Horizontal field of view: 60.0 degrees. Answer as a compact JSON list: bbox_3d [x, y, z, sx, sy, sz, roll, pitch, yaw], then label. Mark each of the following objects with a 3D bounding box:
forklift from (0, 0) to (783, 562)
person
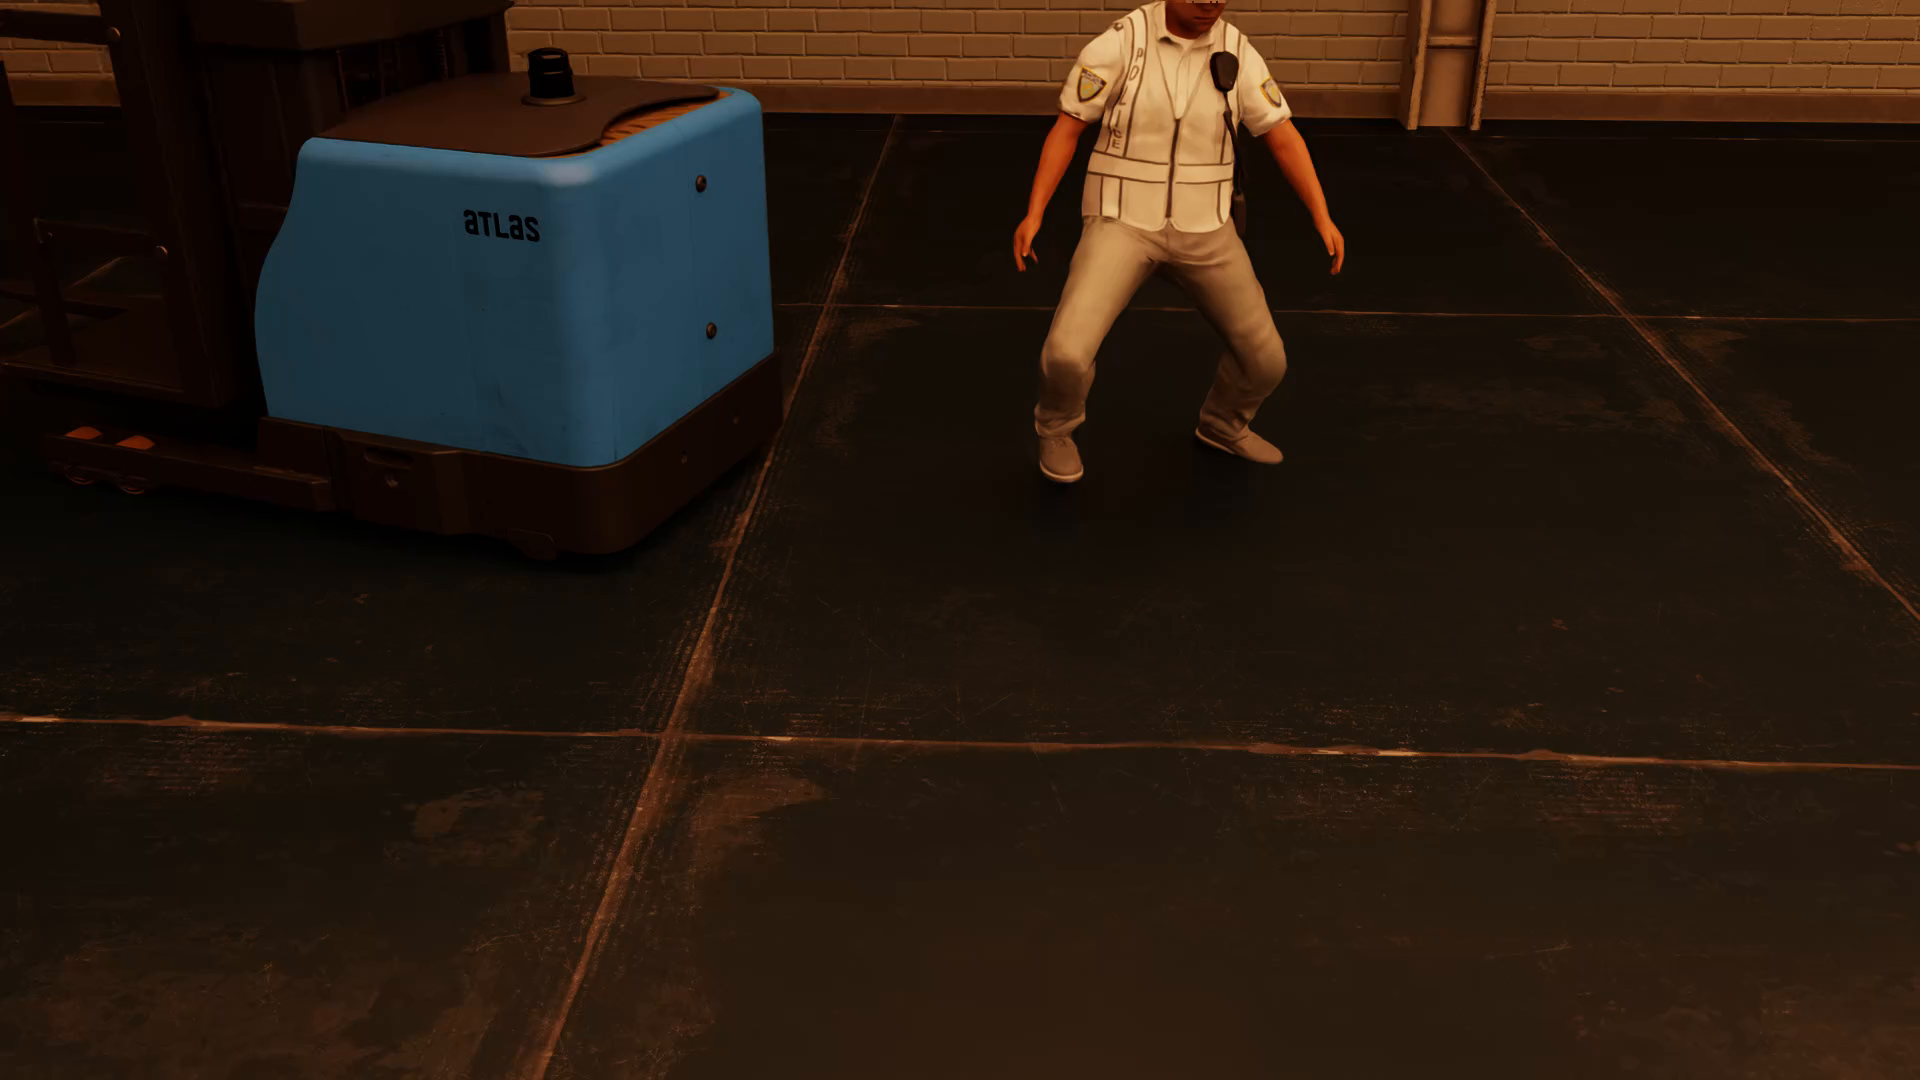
[{"bbox_3d":[-2.111,-1.651,4.556,3.031,2.935,1.130,9,28,18],"label":"forklift"},{"bbox_3d":[0.585,-0.860,4.555,0.877,1.560,0.626,-1,26,-2],"label":"person"}]
